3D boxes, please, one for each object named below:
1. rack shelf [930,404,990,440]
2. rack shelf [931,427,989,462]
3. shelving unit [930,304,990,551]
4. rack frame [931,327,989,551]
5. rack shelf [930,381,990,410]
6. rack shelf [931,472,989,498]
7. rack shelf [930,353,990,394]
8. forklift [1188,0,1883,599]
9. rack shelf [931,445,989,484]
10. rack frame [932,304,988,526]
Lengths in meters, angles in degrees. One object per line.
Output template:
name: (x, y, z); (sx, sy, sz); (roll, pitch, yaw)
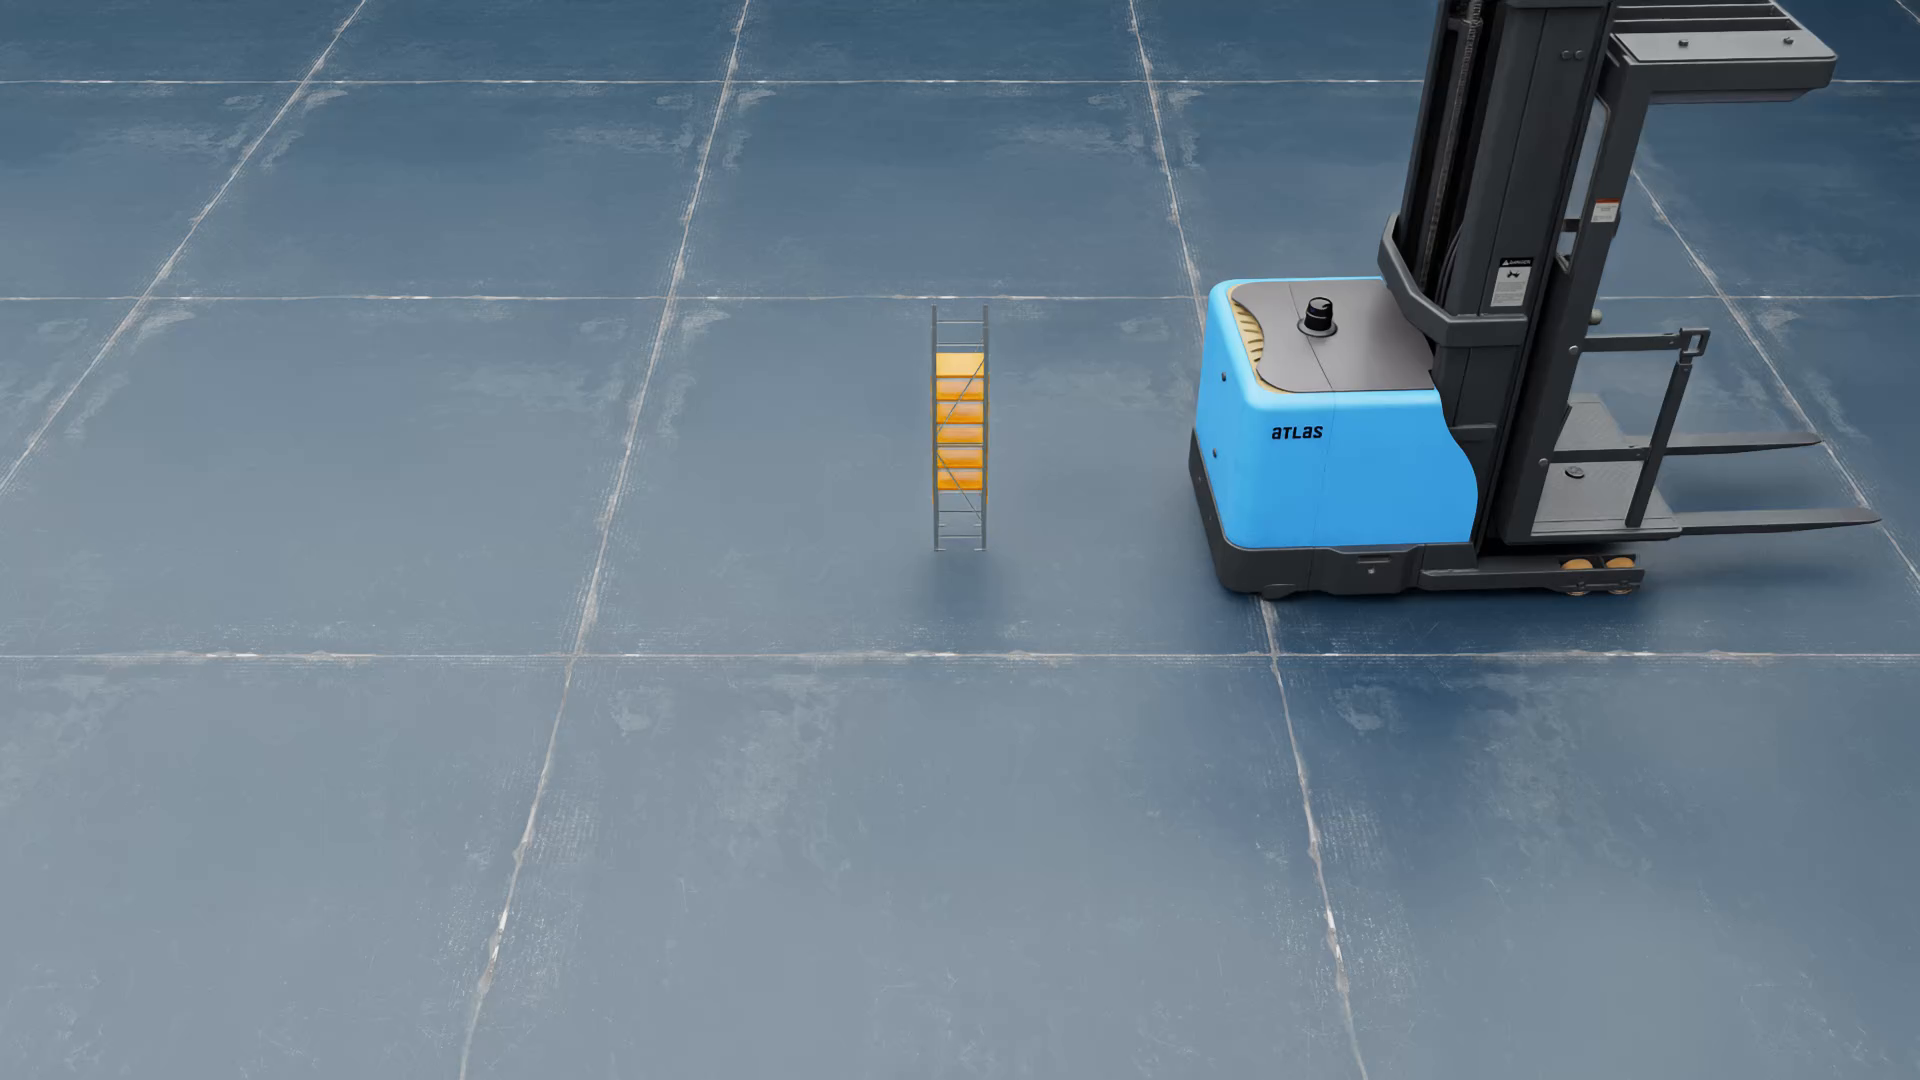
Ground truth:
rack shelf: (0.000, -0.536, 7.339); (0.258, 0.103, 0.180); (0, 39, 0)
rack shelf: (0.000, -0.443, 7.414); (0.258, 0.103, 0.180); (0, 39, 0)
shelving unit: (0.000, -0.477, 7.386); (0.258, 1.200, 0.189); (0, 39, 0)
rack frame: (0.000, -0.420, 7.315); (0.240, 1.200, 0.006); (0, 39, 0)
rack shelf: (0.000, -0.630, 7.264); (0.258, 0.103, 0.180); (0, 39, 0)
rack shelf: (0.000, -0.255, 7.564); (0.258, 0.103, 0.180); (0, 39, 0)
rack shelf: (0.000, -0.724, 7.189); (0.258, 0.103, 0.180); (0, 39, 0)
forklift: (2.644, -1.226, 6.936); (3.031, 2.935, 1.130); (-2, 39, -2)
rack shelf: (0.000, -0.349, 7.489); (0.258, 0.103, 0.180); (0, 39, 0)
rack frame: (0.000, -0.534, 7.457); (0.240, 1.200, 0.006); (0, 39, 0)
